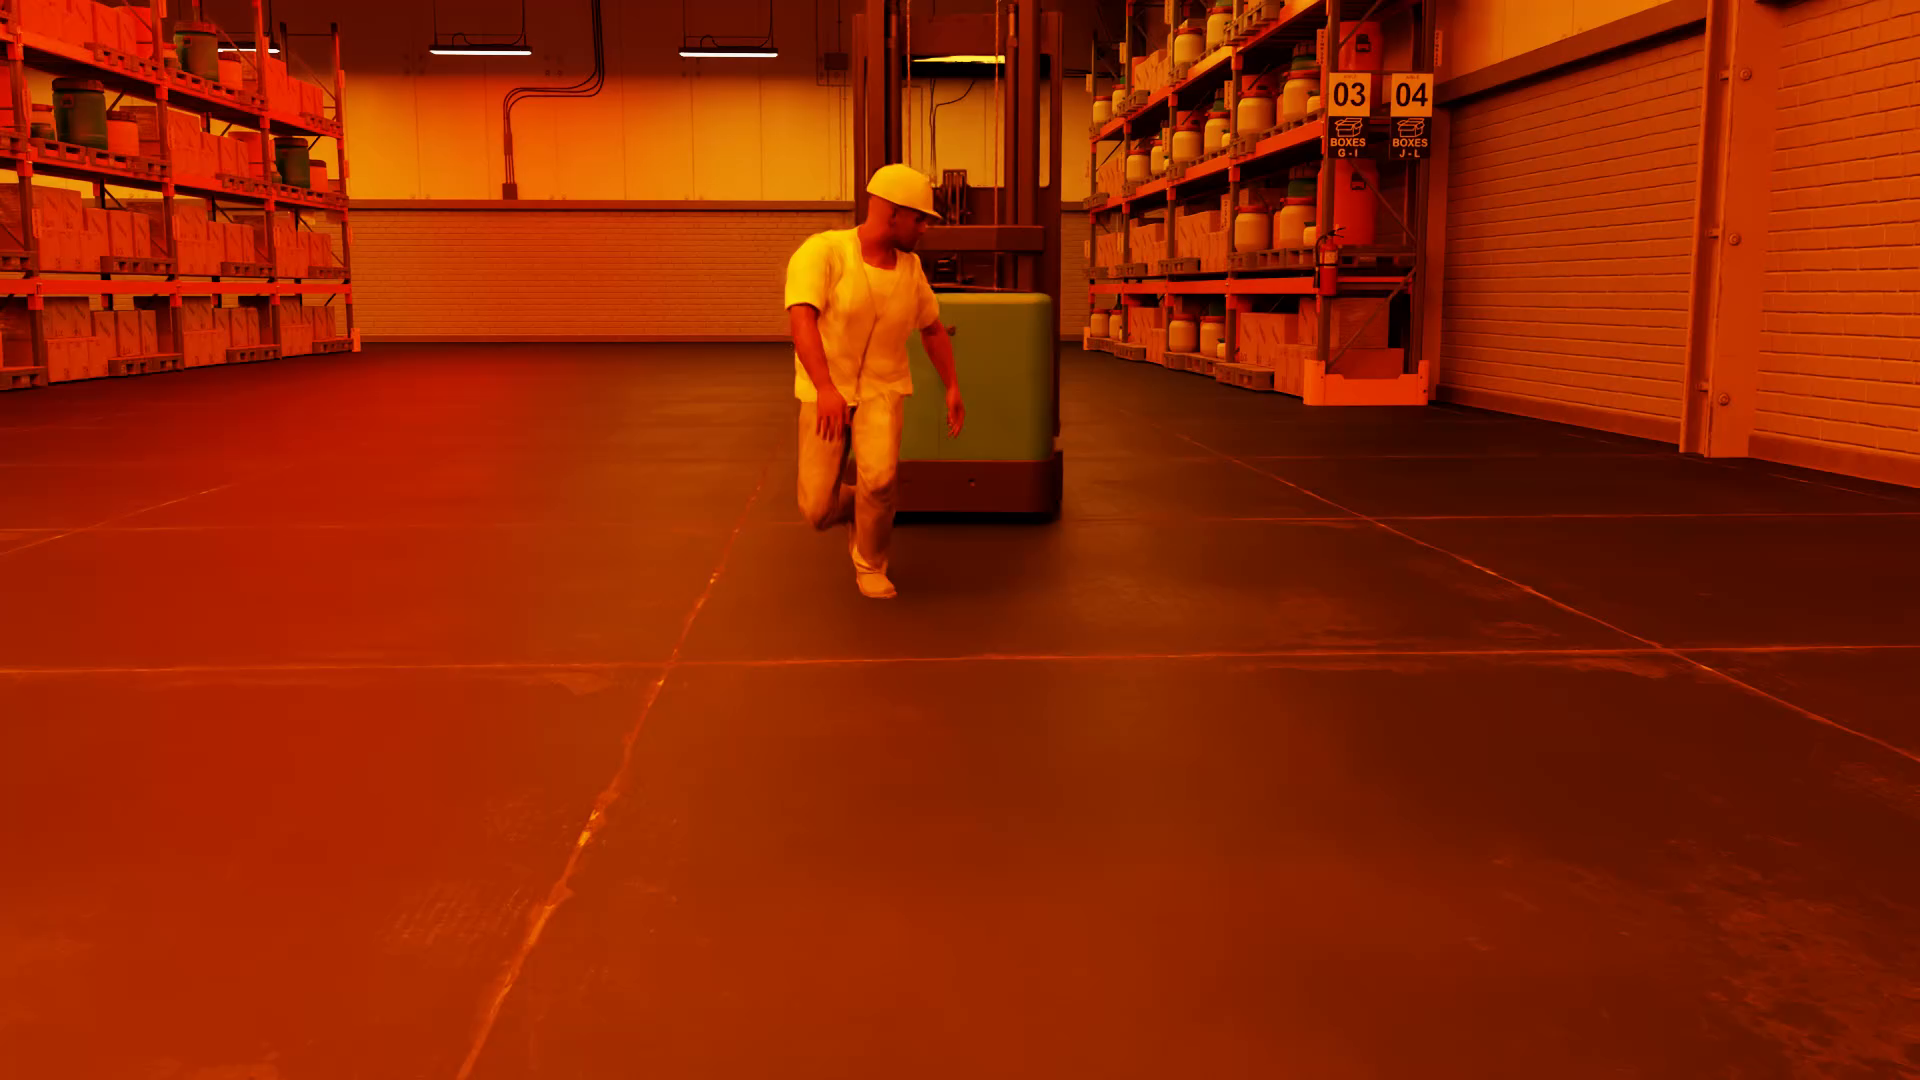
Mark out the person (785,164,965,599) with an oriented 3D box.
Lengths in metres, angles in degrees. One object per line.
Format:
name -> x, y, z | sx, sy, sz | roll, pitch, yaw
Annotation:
person -> -0.300, -0.577, 6.067 | 0.691, 1.538, 0.814 | -1, 9, -9

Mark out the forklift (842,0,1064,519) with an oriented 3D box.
forklift -> 0.006, -1.731, 8.986 | 1.130, 2.935, 3.031 | 1, 8, 4
